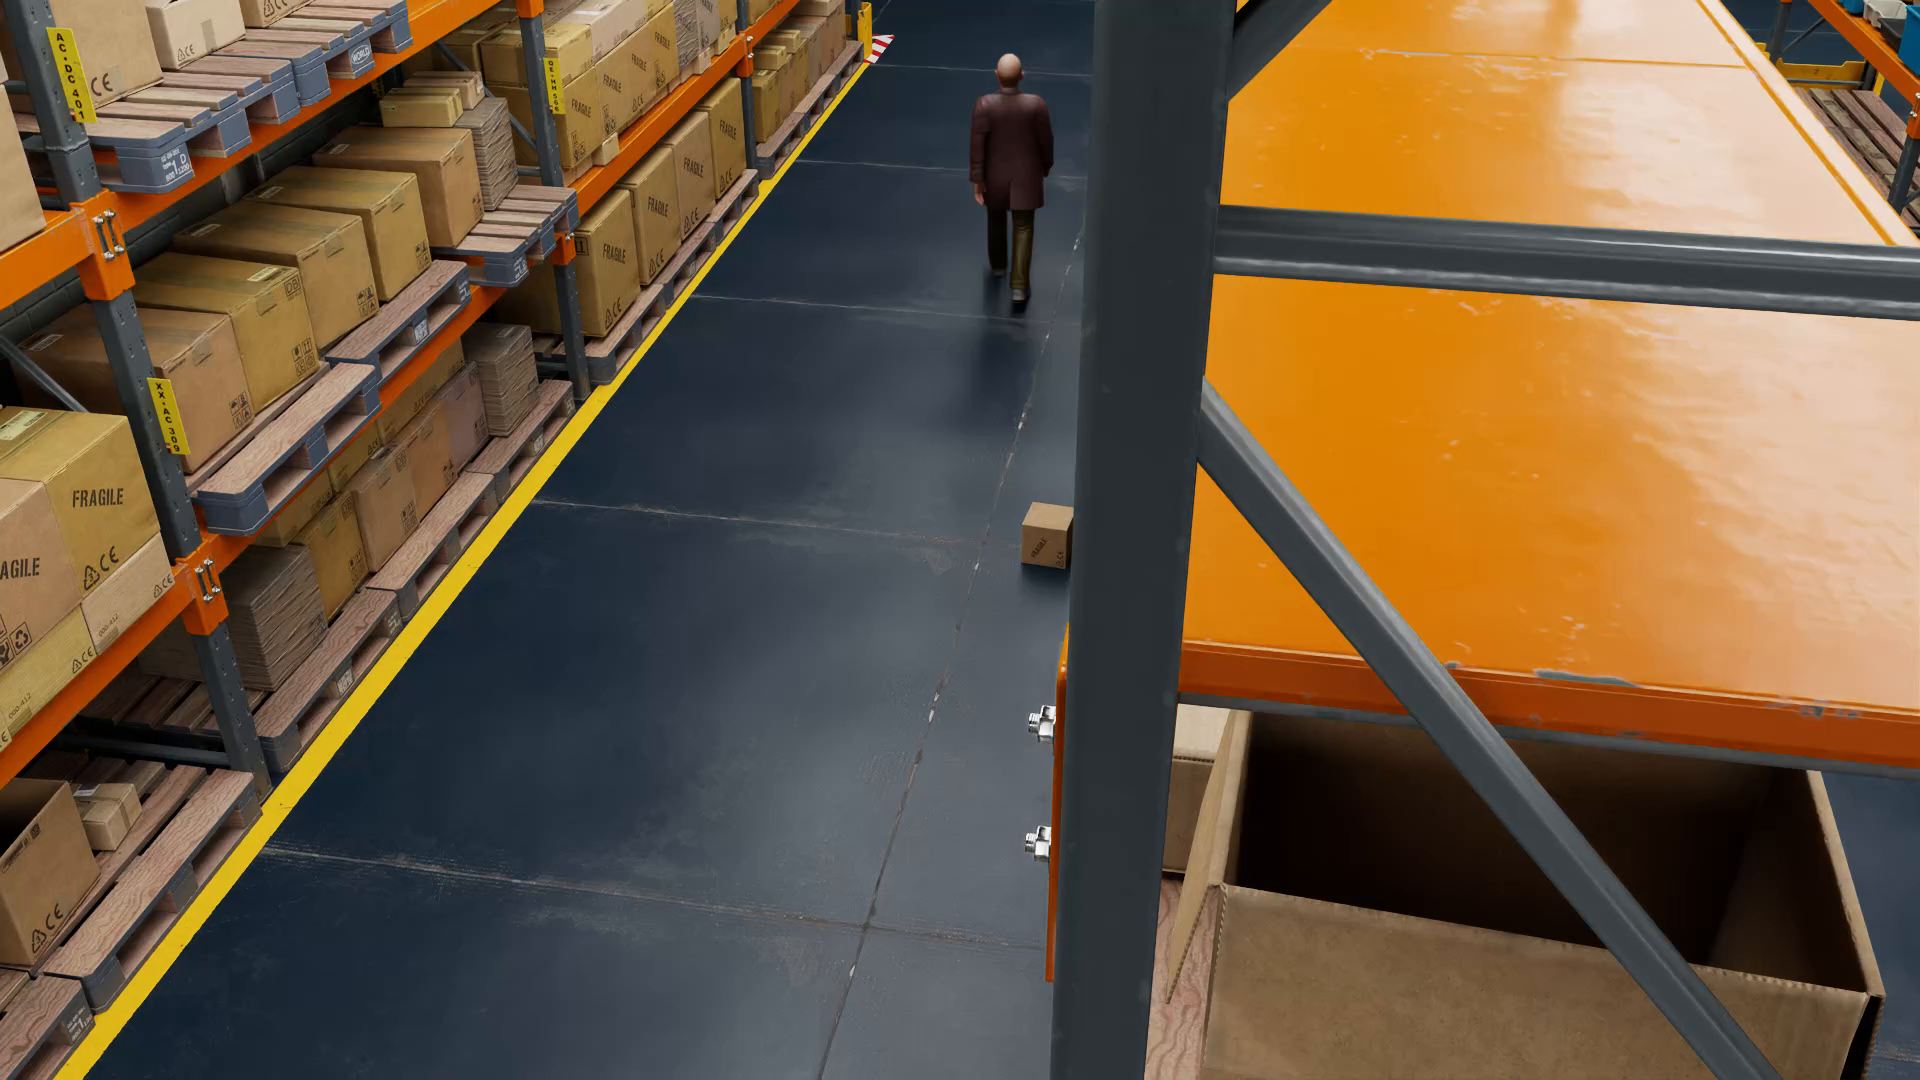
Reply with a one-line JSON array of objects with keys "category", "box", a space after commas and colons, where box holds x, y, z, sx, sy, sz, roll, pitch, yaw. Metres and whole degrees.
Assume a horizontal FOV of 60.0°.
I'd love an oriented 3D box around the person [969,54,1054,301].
[{"category": "person", "box": [0.380, -2.649, 11.903, 0.583, 1.739, 0.960, 3, 32, 6]}]
